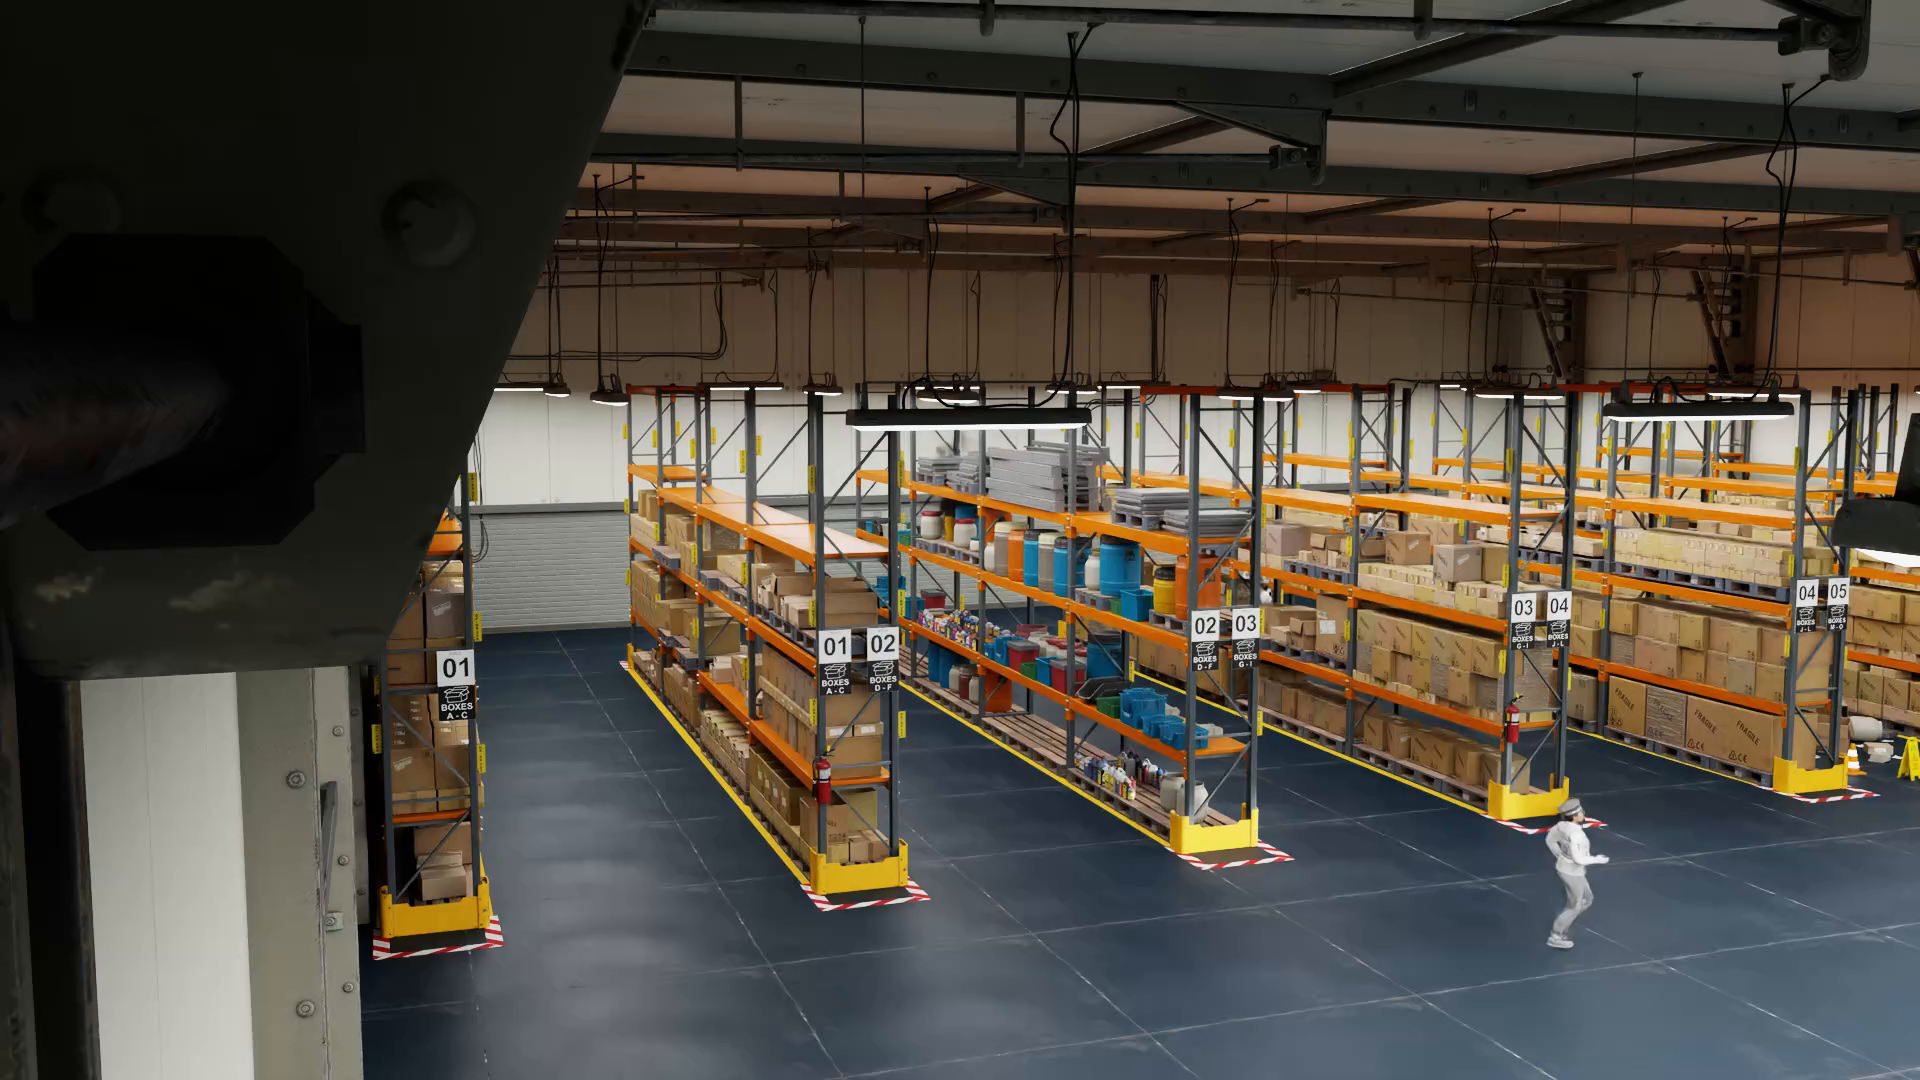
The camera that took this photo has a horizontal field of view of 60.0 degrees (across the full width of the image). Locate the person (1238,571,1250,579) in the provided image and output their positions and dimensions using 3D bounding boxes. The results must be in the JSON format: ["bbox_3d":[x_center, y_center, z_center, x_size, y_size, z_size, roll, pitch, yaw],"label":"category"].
[{"bbox_3d":[7.145,1.174,41.325,0.807,1.726,0.739,1,6,14],"label":"person"}]

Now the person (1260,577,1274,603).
[{"bbox_3d":[6.794,1.662,37.120,0.545,1.690,0.669,-3,7,-26],"label":"person"}]

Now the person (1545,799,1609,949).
[{"bbox_3d":[6.721,3.627,18.121,0.598,1.651,0.591,0,6,4],"label":"person"}]
